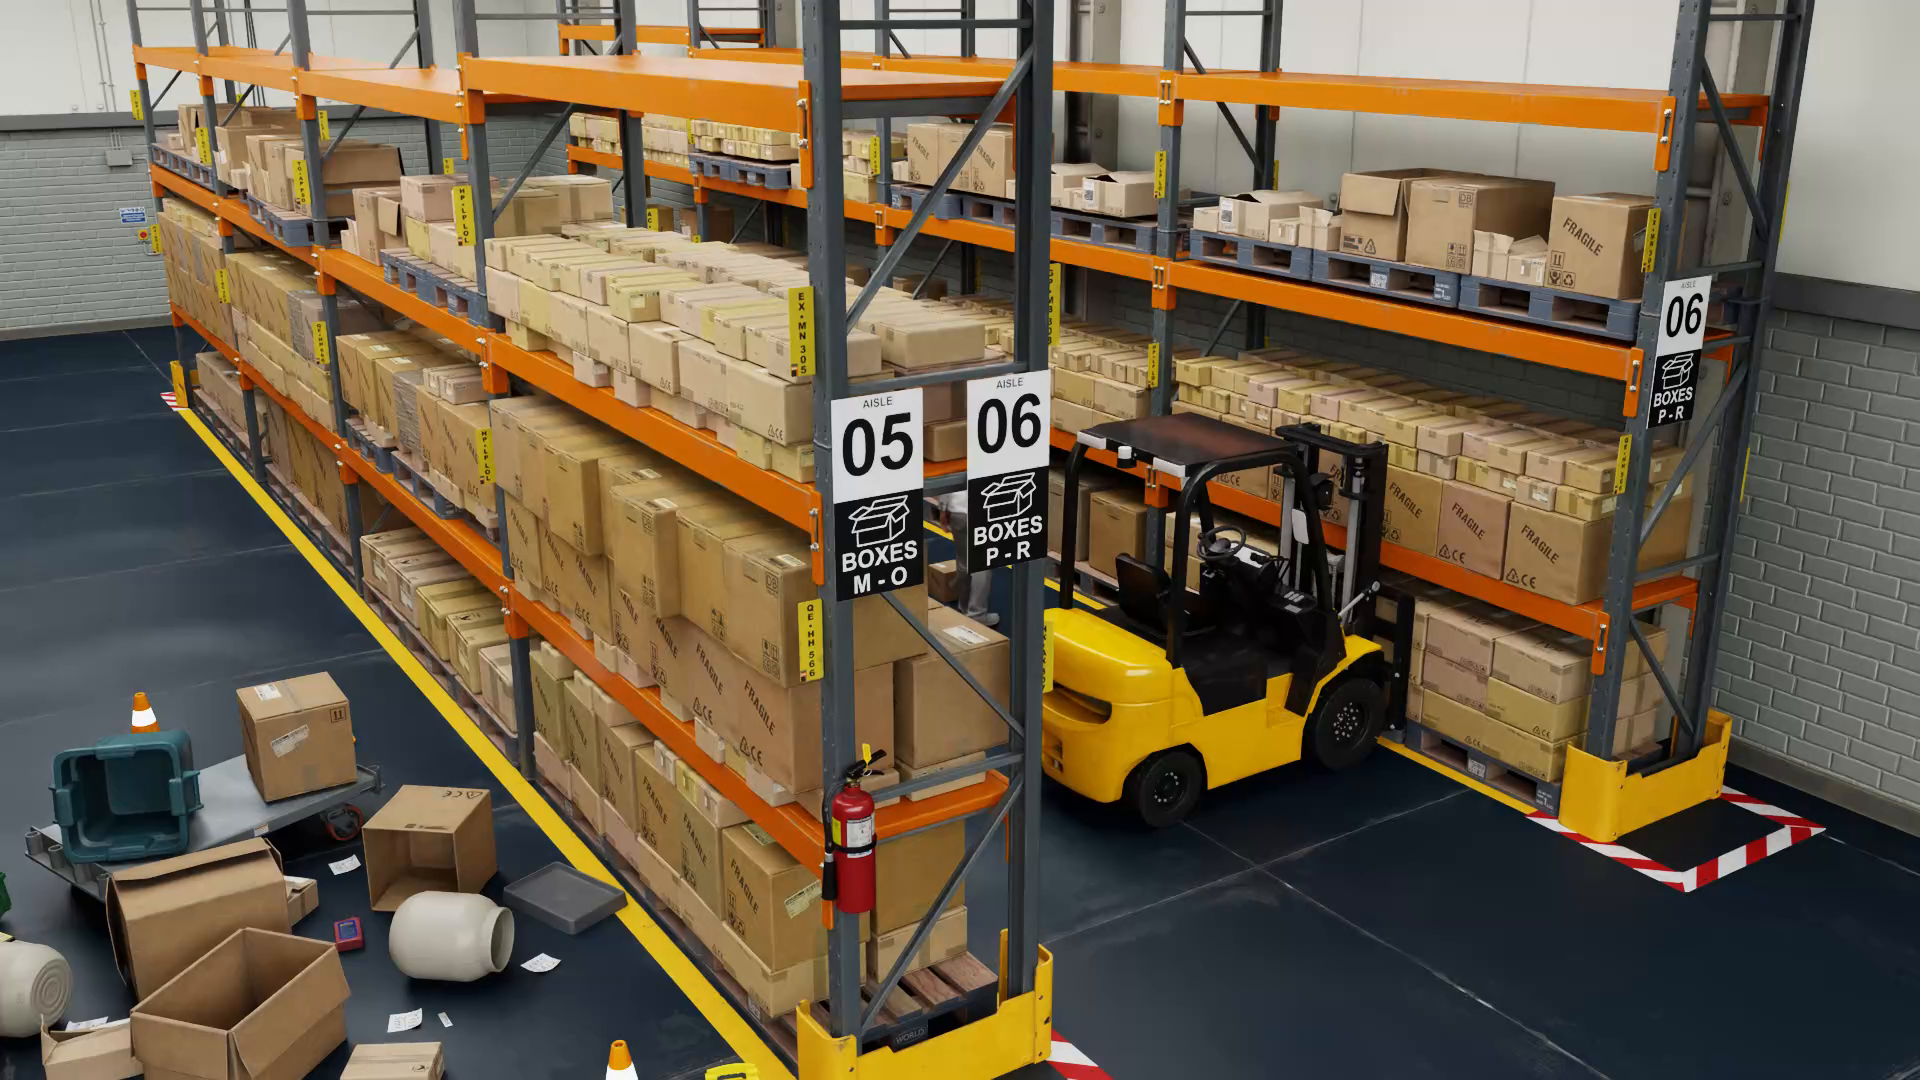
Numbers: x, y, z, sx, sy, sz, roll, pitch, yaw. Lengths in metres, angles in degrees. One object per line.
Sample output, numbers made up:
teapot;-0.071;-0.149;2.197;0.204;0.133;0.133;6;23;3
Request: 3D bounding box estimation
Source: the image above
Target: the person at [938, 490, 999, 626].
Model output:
person;0.112;-0.229;12.700;0.539;1.776;0.620;5;18;14
